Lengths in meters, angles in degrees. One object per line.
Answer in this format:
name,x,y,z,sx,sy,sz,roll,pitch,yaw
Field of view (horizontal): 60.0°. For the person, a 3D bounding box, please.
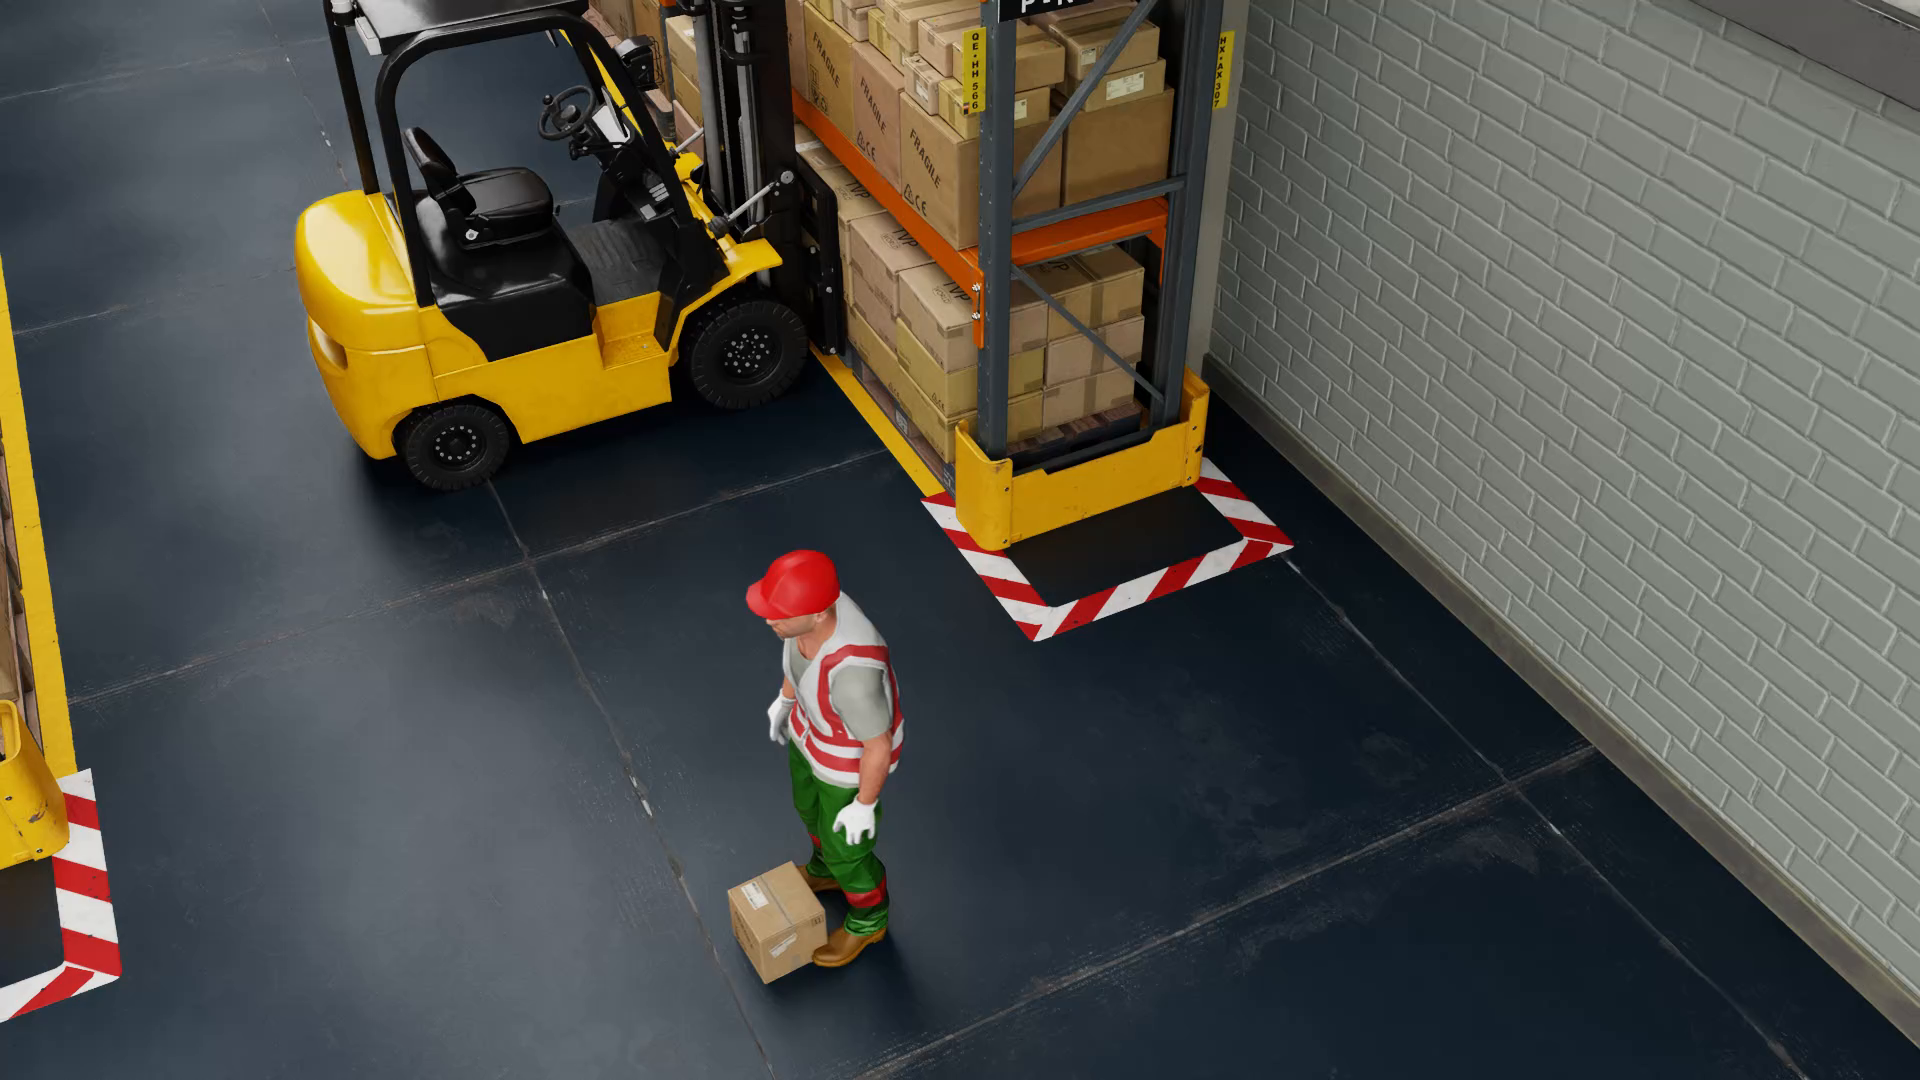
person,-0.422,0.691,5.348,0.446,1.780,0.623,-21,45,-22
